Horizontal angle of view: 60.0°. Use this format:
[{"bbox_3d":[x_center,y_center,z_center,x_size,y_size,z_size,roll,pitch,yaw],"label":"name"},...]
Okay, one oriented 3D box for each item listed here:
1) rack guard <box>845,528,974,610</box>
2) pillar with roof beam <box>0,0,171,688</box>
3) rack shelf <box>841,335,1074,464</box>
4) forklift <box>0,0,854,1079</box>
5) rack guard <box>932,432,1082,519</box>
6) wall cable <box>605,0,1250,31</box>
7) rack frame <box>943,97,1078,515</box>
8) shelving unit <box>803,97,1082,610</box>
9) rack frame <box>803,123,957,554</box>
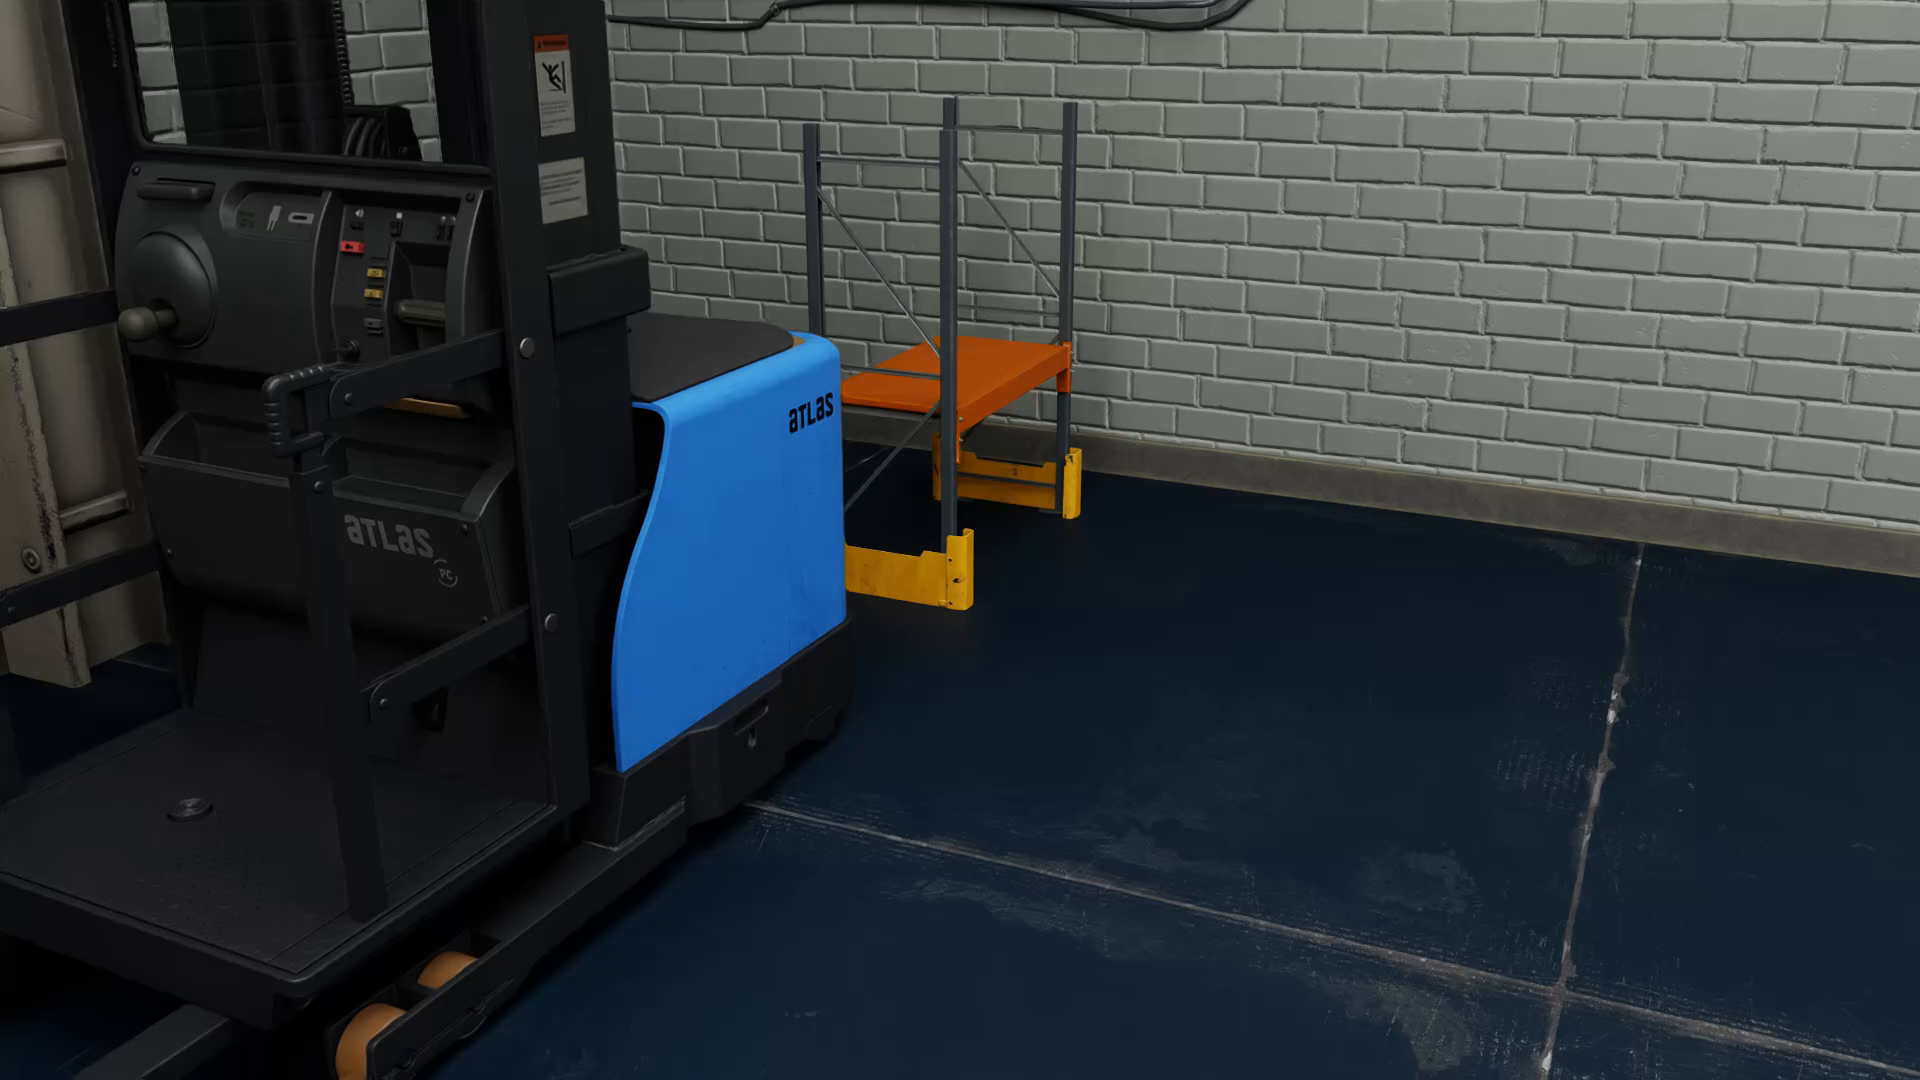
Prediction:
[{"bbox_3d":[-0.235,0.058,5.433,0.587,0.250,0.087,9,21,23],"label":"rack guard"},{"bbox_3d":[1.331,-3.305,1.832,9.100,9.000,0.400,9,21,23],"label":"pillar with roof beam"},{"bbox_3d":[-0.035,-0.511,5.704,0.538,0.185,1.000,9,21,23],"label":"rack shelf"},{"bbox_3d":[-1.392,-0.520,3.056,1.130,2.935,3.031,9,22,25],"label":"forklift"},{"bbox_3d":[0.173,-0.247,6.289,0.587,0.250,0.087,9,21,23],"label":"rack guard"},{"bbox_3d":[-0.271,-3.169,6.083,3.097,2.526,0.112,9,21,23],"label":"wall cable"},{"bbox_3d":[0.173,-0.836,6.081,0.500,1.500,0.032,9,21,23],"label":"rack frame"},{"bbox_3d":[-0.031,-0.683,5.652,0.587,1.500,1.083,9,21,23],"label":"shelving unit"},{"bbox_3d":[-0.243,-0.525,5.207,0.500,1.500,0.032,9,21,23],"label":"rack frame"}]
